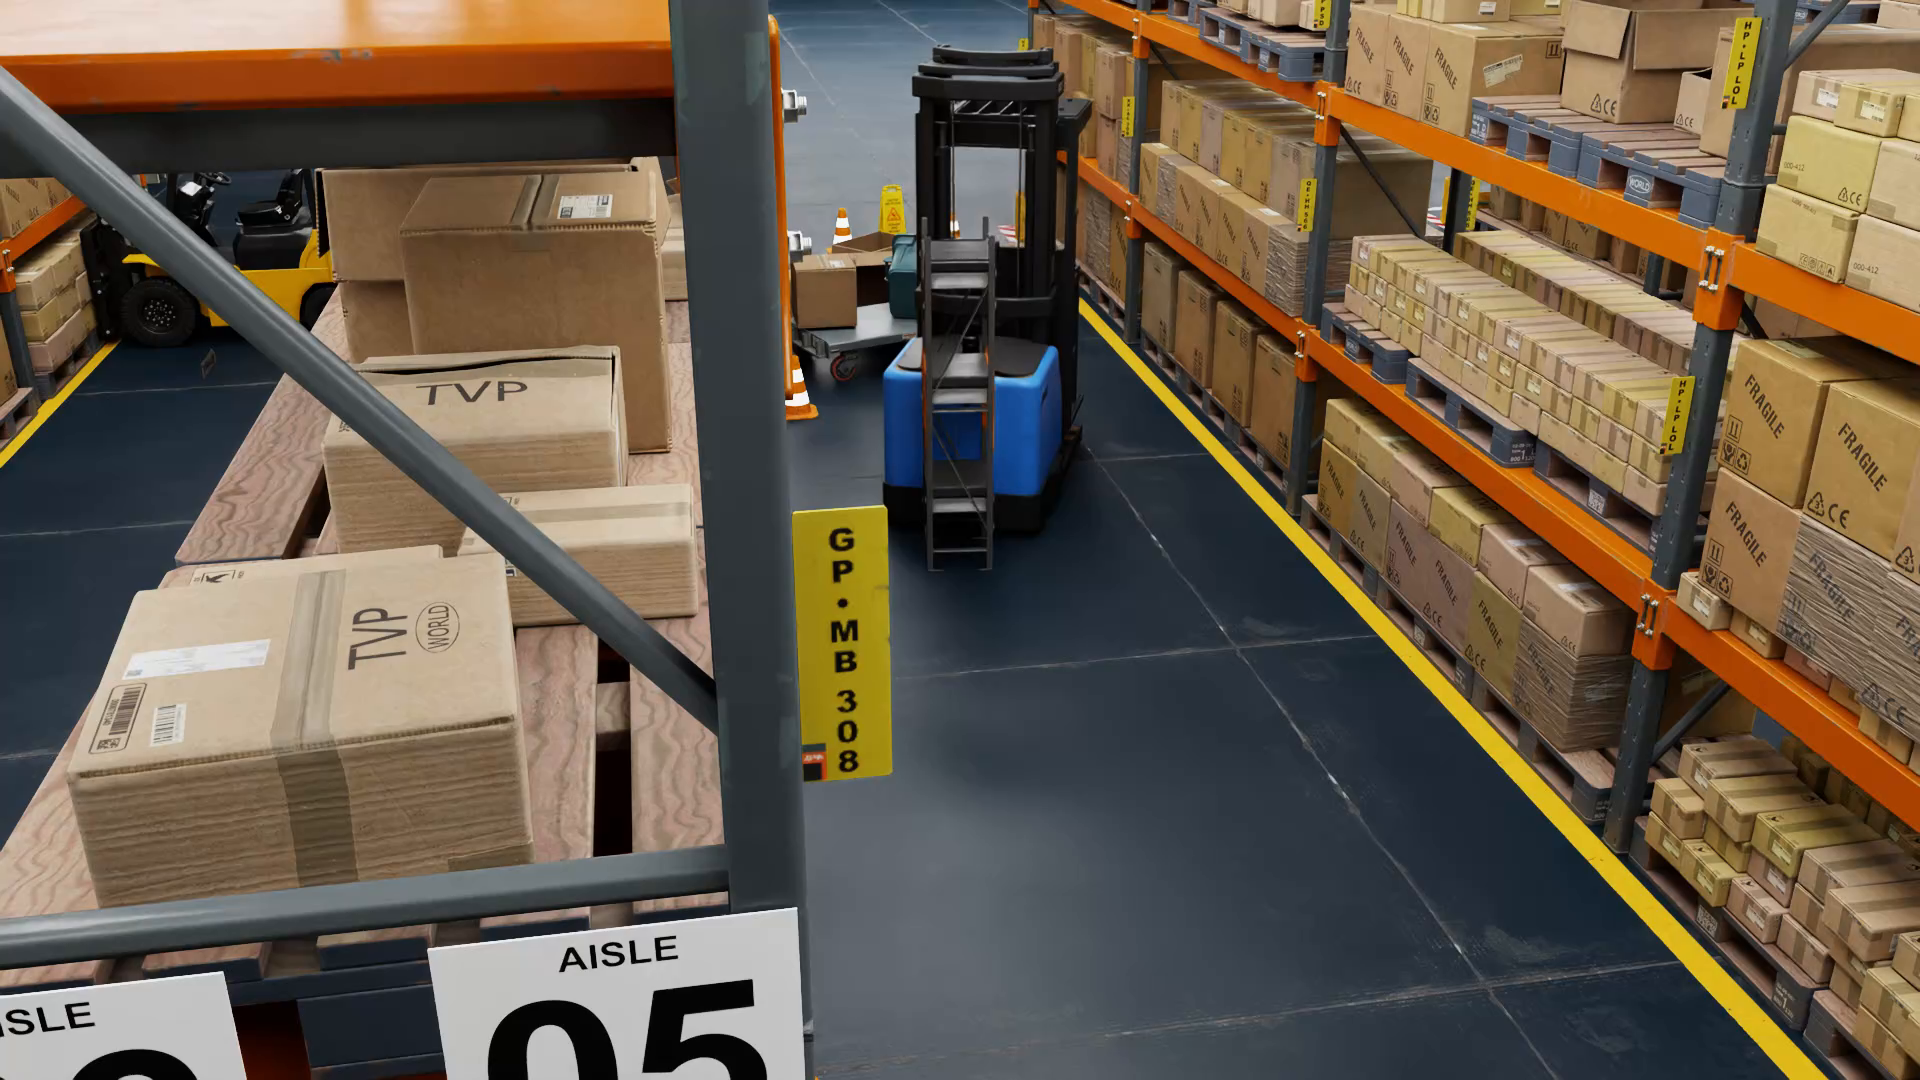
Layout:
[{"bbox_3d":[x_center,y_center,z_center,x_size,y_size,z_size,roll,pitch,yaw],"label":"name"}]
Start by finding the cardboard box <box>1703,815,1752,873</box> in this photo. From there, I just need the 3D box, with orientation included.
[{"bbox_3d":[3.322,1.225,6.864,0.380,0.149,0.250,-4,24,-9],"label":"cardboard box"}]

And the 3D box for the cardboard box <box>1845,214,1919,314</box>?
[{"bbox_3d":[3.362,-0.920,5.549,0.500,0.250,0.500,-5,24,-11],"label":"cardboard box"}]

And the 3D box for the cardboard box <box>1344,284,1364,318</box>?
[{"bbox_3d":[2.579,-1.472,10.162,0.380,0.149,0.250,-5,24,-10],"label":"cardboard box"}]

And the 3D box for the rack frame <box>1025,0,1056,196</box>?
[{"bbox_3d":[1.215,-4.732,17.838,1.000,3.000,0.127,-4,24,-10],"label":"rack frame"}]

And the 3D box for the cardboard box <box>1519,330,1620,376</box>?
[{"bbox_3d":[2.981,-0.913,8.139,0.380,0.149,0.250,-5,24,-11],"label":"cardboard box"}]

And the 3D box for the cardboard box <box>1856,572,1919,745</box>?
[{"bbox_3d":[3.435,0.414,5.558,0.500,0.500,0.500,-5,24,-11],"label":"cardboard box"}]

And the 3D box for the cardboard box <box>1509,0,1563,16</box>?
[{"bbox_3d":[3.134,-3.016,9.080,0.396,0.266,0.258,-4,24,-10],"label":"cardboard box"}]

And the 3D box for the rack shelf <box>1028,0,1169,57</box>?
[{"bbox_3d":[1.585,-4.991,15.580,1.077,0.370,4.000,-4,24,-10],"label":"rack shelf"}]

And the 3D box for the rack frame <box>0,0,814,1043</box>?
[{"bbox_3d":[-0.672,-0.782,1.297,1.000,3.000,0.127,-4,24,-10],"label":"rack frame"}]

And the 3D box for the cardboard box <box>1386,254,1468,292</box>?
[{"bbox_3d":[2.683,-1.537,9.568,0.380,0.149,0.250,-4,24,-10],"label":"cardboard box"}]

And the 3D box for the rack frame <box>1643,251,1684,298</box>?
[{"bbox_3d":[6.848,-3.486,14.985,1.000,3.000,0.127,-4,24,-10],"label":"rack frame"}]

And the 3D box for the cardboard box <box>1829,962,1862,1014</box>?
[{"bbox_3d":[3.512,1.667,6.223,0.380,0.149,0.250,-5,24,-12],"label":"cardboard box"}]

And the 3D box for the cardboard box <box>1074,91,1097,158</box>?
[{"bbox_3d":[1.571,-4.009,15.994,0.875,0.550,0.500,-4,24,-10],"label":"cardboard box"}]

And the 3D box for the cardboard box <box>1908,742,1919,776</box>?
[{"bbox_3d":[3.457,0.753,5.592,0.380,0.149,0.250,-3,24,-7],"label":"cardboard box"}]

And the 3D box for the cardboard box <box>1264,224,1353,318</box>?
[{"bbox_3d":[2.348,-1.789,10.973,0.500,0.500,0.500,-4,24,-10],"label":"cardboard box"}]

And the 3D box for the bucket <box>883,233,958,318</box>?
[{"bbox_3d":[-0.336,-2.238,14.318,0.726,0.611,0.620,4,34,9],"label":"bucket"}]

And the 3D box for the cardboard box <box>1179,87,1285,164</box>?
[{"bbox_3d":[2.150,-3.266,13.106,0.700,0.500,0.500,-5,24,-11],"label":"cardboard box"}]

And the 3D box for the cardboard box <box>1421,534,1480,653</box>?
[{"bbox_3d":[2.865,0.264,8.995,0.500,0.500,0.500,-5,24,-11],"label":"cardboard box"}]

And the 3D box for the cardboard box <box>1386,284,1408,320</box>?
[{"bbox_3d":[2.692,-1.383,9.586,0.380,0.149,0.250,-5,24,-11],"label":"cardboard box"}]

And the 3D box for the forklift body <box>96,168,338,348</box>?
[{"bbox_3d":[-6.364,-2.958,14.835,2.313,2.155,1.214,-4,24,-10],"label":"forklift body"}]

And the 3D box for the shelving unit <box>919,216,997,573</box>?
[{"bbox_3d":[-0.015,-0.865,10.106,0.431,2.100,0.503,-1,24,-3],"label":"shelving unit"}]

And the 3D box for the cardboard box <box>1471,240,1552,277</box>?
[{"bbox_3d":[3.280,-1.678,9.890,0.380,0.149,0.250,-5,24,-10],"label":"cardboard box"}]

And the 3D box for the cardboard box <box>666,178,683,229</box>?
[{"bbox_3d":[-0.979,-0.930,4.902,0.396,0.266,0.258,-4,24,-8],"label":"cardboard box"}]

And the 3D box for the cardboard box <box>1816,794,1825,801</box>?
[{"bbox_3d":[3.805,1.066,7.228,0.380,0.149,0.250,-4,24,-9],"label":"cardboard box"}]

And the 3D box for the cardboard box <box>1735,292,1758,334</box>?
[{"bbox_3d":[7.010,-2.110,14.408,0.700,0.500,0.500,-4,24,-10],"label":"cardboard box"}]

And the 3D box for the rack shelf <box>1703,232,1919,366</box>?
[{"bbox_3d":[3.804,-0.271,4.773,1.077,0.370,4.000,-4,24,-10],"label":"rack shelf"}]

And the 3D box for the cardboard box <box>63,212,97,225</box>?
[{"bbox_3d":[-7.913,-2.792,15.056,0.500,0.250,0.500,-4,24,-9],"label":"cardboard box"}]

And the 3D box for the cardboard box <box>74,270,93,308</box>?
[{"bbox_3d":[-7.731,-2.155,14.223,0.500,0.250,0.500,-5,24,-10],"label":"cardboard box"}]

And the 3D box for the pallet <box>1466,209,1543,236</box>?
[{"bbox_3d":[6.238,-3.430,18.339,1.003,0.211,1.213,-4,24,-10],"label":"pallet"}]

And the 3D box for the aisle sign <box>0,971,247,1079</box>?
[{"bbox_3d":[-0.963,0.827,1.860,0.394,0.787,0.004,-4,24,-10],"label":"aisle sign"}]

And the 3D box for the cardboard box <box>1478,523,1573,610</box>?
[{"bbox_3d":[2.966,0.120,8.390,0.500,0.250,0.500,-3,24,-7],"label":"cardboard box"}]

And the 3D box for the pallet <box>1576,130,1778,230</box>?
[{"bbox_3d":[3.425,-1.552,7.042,1.213,0.211,1.003,-4,24,-10],"label":"pallet"}]

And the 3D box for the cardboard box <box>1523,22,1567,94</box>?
[{"bbox_3d":[3.244,-2.408,8.642,0.500,0.500,0.500,-4,24,-10],"label":"cardboard box"}]

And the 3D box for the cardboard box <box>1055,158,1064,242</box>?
[{"bbox_3d":[1.406,-3.689,17.579,0.875,0.875,0.875,-4,24,-9],"label":"cardboard box"}]

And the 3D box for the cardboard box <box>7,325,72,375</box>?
[{"bbox_3d":[-7.532,-1.531,13.419,0.500,0.250,0.500,-4,24,-9],"label":"cardboard box"}]

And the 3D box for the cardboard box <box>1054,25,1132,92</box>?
[{"bbox_3d":[1.408,-4.707,16.244,0.875,0.550,0.550,-4,24,-10],"label":"cardboard box"}]

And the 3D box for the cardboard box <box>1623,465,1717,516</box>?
[{"bbox_3d":[3.166,-0.231,7.321,0.380,0.149,0.250,-5,24,-11],"label":"cardboard box"}]

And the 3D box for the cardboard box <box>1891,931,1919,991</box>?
[{"bbox_3d":[3.551,1.497,5.870,0.380,0.149,0.250,-5,24,-12],"label":"cardboard box"}]

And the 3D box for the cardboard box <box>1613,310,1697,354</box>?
[{"bbox_3d":[3.574,-1.060,8.475,0.380,0.149,0.250,-3,24,-8],"label":"cardboard box"}]

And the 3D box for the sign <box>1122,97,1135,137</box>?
[{"bbox_3d":[1.410,-3.550,13.951,0.100,0.325,0.005,-4,24,-10],"label":"sign"}]

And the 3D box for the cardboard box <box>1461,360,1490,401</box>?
[{"bbox_3d":[2.873,-0.848,8.734,0.380,0.149,0.250,-5,24,-11],"label":"cardboard box"}]

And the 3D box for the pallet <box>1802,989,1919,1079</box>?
[{"bbox_3d":[3.822,2.008,5.889,1.003,0.211,1.213,-4,24,-10],"label":"pallet"}]

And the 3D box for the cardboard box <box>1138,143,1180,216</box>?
[{"bbox_3d":[1.788,-2.978,13.696,0.500,0.500,0.500,-4,24,-9],"label":"cardboard box"}]

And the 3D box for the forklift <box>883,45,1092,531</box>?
[{"bbox_3d":[0.294,-1.964,11.586,1.130,2.935,3.031,5,24,11],"label":"forklift"}]

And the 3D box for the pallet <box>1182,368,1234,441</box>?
[{"bbox_3d":[2.401,-1.102,13.010,1.003,0.211,1.213,-4,24,-10],"label":"pallet"}]

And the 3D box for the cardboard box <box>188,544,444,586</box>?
[{"bbox_3d":[-1.000,0.140,2.598,0.380,0.149,0.250,-6,24,-14],"label":"cardboard box"}]

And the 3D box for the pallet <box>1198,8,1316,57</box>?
[{"bbox_3d":[2.314,-3.563,11.648,1.003,0.211,1.213,-3,24,-7],"label":"pallet"}]

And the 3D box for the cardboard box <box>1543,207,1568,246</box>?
[{"bbox_3d":[6.449,-3.380,17.339,0.500,0.500,0.500,-2,24,-5],"label":"cardboard box"}]

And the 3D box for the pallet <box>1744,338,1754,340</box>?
[{"bbox_3d":[7.223,-1.421,13.741,1.003,0.211,1.213,-4,24,-10],"label":"pallet"}]

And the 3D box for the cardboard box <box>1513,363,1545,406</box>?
[{"bbox_3d":[2.972,-0.779,8.203,0.380,0.149,0.250,-6,24,-12],"label":"cardboard box"}]
